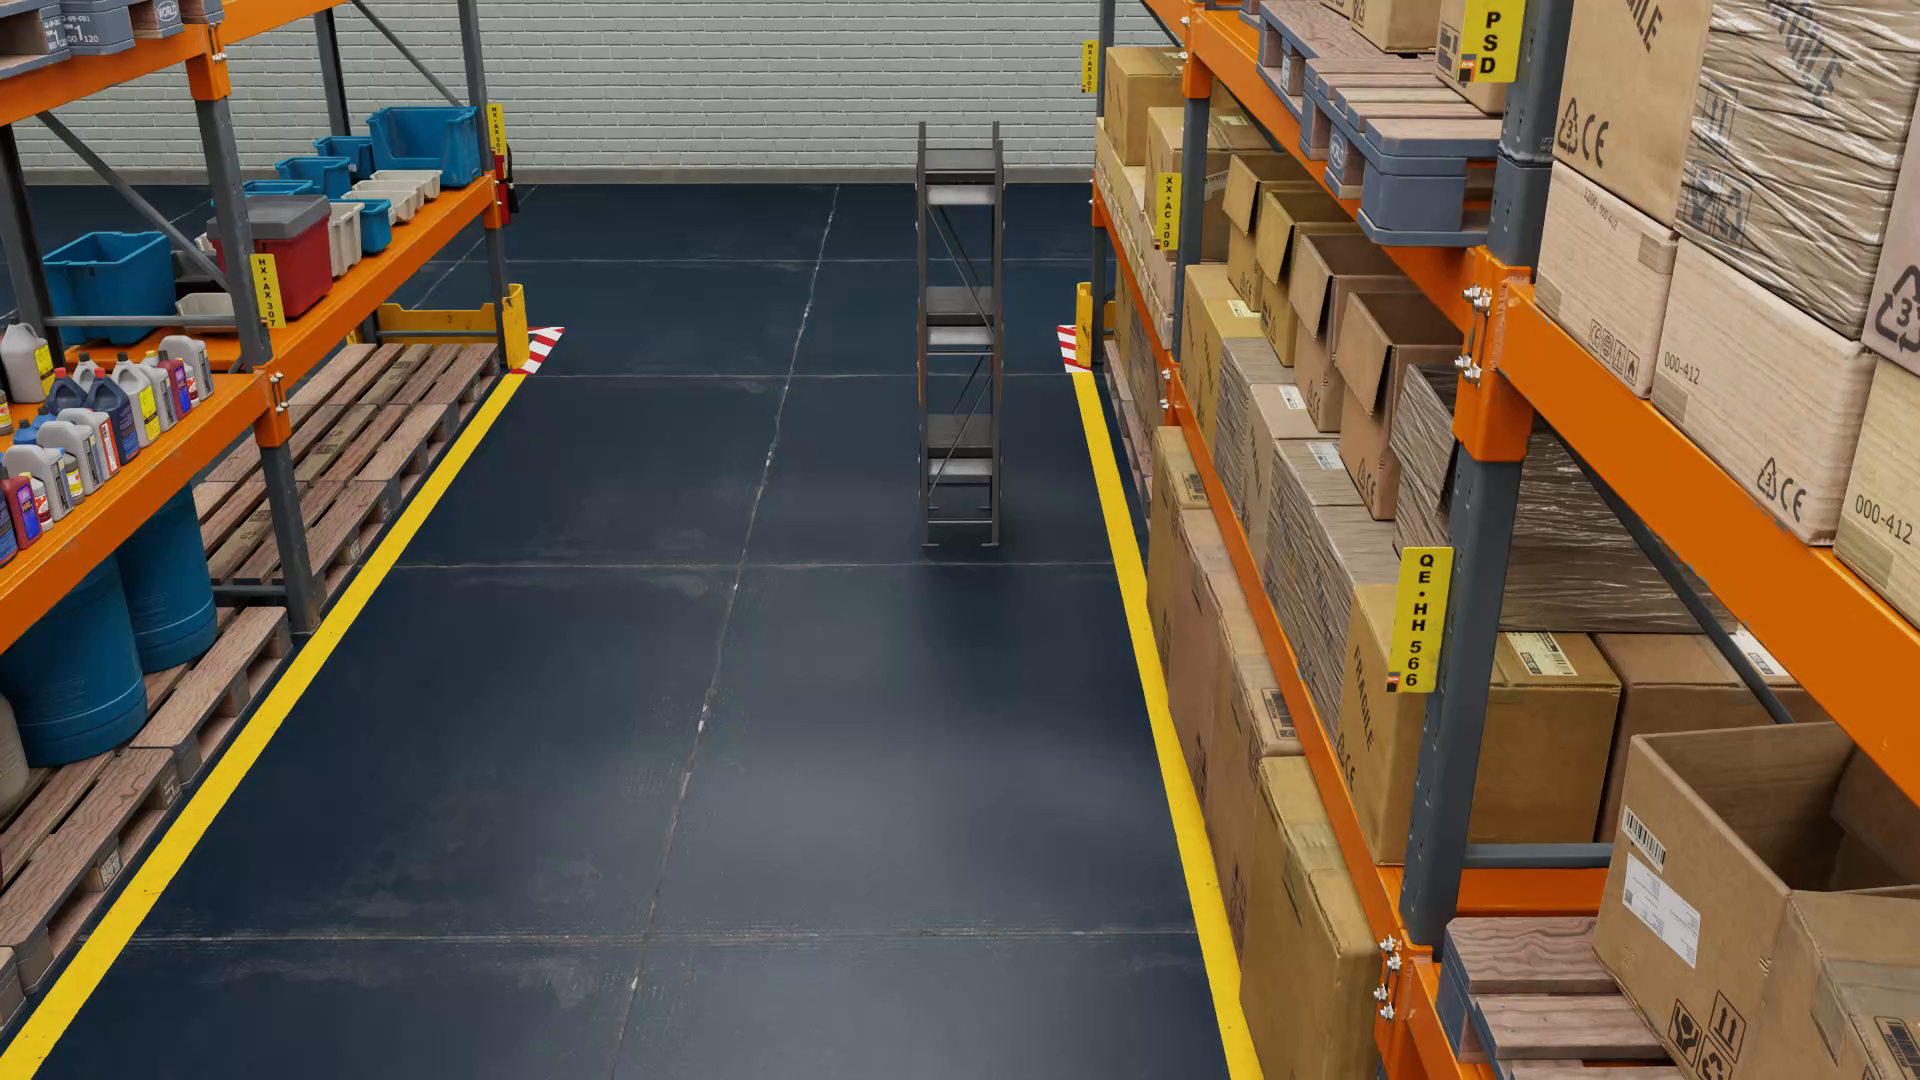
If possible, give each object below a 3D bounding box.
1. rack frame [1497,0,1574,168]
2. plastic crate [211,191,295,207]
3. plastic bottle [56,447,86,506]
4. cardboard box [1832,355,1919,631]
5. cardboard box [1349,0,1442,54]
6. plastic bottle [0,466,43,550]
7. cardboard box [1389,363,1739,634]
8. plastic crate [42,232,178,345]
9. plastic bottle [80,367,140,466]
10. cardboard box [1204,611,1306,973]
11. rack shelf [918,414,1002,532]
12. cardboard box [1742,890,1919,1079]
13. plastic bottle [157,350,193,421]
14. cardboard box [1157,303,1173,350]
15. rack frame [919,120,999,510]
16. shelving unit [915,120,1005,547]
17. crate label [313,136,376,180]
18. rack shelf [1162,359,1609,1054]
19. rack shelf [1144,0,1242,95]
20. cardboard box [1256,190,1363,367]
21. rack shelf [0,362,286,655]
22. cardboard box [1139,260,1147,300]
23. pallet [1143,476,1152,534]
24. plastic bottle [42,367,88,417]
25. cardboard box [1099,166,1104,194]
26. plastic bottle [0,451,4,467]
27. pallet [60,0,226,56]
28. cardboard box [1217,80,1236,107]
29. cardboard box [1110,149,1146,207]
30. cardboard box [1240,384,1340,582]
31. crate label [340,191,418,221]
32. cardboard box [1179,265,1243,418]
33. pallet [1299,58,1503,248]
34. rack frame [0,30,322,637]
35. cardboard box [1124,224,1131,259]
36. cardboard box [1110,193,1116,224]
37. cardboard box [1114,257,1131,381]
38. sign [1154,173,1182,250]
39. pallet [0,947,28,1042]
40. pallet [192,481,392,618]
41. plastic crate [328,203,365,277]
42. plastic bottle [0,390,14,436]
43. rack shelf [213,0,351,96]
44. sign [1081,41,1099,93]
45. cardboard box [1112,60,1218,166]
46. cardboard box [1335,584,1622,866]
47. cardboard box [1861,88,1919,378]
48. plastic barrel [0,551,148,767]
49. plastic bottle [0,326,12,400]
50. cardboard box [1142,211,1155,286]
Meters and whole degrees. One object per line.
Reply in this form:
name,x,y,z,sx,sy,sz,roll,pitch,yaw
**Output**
rack frame,1.478,-2.046,2.354,1.000,3.000,0.127,0,24,-1
plastic crate,-3.871,-1.769,9.151,0.416,0.233,0.300,0,24,-1
plastic bottle,-3.152,-0.226,5.850,0.097,0.201,0.097,0,24,0
cardboard box,1.249,0.007,1.637,0.500,0.250,0.500,0,24,1
cardboard box,1.302,-1.523,4.206,0.500,0.500,0.500,1,24,2
plastic bottle,-3.129,-0.120,5.517,0.061,0.283,0.133,0,24,-1
cardboard box,1.486,-0.117,4.030,0.797,0.503,0.637,1,24,1
plastic crate,-3.865,-1.150,7.599,0.392,0.384,0.575,0,24,-1
plastic bottle,-3.179,-0.463,6.193,0.144,0.351,0.185,0,24,-1
cardboard box,1.489,0.812,5.383,1.225,0.875,0.875,0,24,0
rack shelf,-0.002,-0.375,8.762,0.431,0.518,0.480,0,24,-1
cardboard box,1.630,0.902,2.484,0.700,0.500,0.500,3,25,7
plastic bottle,-3.143,-0.630,6.644,0.061,0.283,0.133,0,24,-1
cardboard box,1.103,-0.971,7.561,0.380,0.149,0.250,0,24,0
rack frame,-0.004,-1.125,8.690,0.400,2.100,0.015,0,24,-1
shelving unit,-0.002,-1.025,8.468,0.431,2.100,0.503,0,24,-1
crate label,-3.889,-2.435,10.624,0.416,0.233,0.303,0,24,-1
rack shelf,1.456,0.191,5.561,1.077,0.370,4.000,0,24,-1
rack shelf,1.412,-2.824,8.587,1.077,0.370,4.000,0,24,-1
cardboard box,1.445,-0.918,5.800,0.797,0.503,0.637,0,24,0
rack shelf,-3.497,0.213,5.512,1.077,0.370,4.000,0,24,-1
cardboard box,1.095,-1.289,8.264,0.380,0.149,0.250,0,24,0
pallet,1.504,-0.004,8.503,1.003,0.211,1.213,0,24,-1
plastic bottle,-3.324,-0.462,6.192,0.144,0.351,0.185,0,24,-1
cardboard box,1.069,-2.241,10.371,0.380,0.149,0.250,-1,24,-1
plastic bottle,-3.302,-0.202,5.712,0.097,0.271,0.097,0,24,0
pallet,-3.412,-1.897,5.893,1.213,0.211,1.003,0,24,-1
cardboard box,1.658,-2.819,10.253,0.500,0.500,0.500,0,24,0
cardboard box,1.140,-2.056,9.477,0.500,0.250,0.500,-1,24,-2
cardboard box,1.211,-0.190,5.408,0.500,0.500,0.500,0,24,0
crate label,-3.356,-1.925,9.613,0.396,0.136,0.243,0,24,-1
cardboard box,1.189,-0.816,6.793,0.500,0.500,0.500,0,24,0
pallet,1.418,-0.859,3.597,1.213,0.211,1.003,1,24,2
rack frame,-3.519,-0.939,7.186,1.000,3.000,0.127,0,24,-1
cardboard box,1.087,-1.605,8.964,0.380,0.149,0.250,0,24,0
cardboard box,1.077,-1.924,9.668,0.380,0.149,0.250,-1,24,-2
cardboard box,1.477,-1.569,10.648,0.875,0.875,0.875,0,24,-1
sign,0.879,-1.388,7.033,0.100,0.325,0.005,0,24,-1
pallet,-3.525,1.655,4.834,1.003,0.211,1.213,0,24,-1
pallet,-3.565,0.029,8.430,1.003,0.211,1.213,0,24,-1
plastic crate,-3.351,-1.542,8.591,0.437,0.282,0.530,0,24,-1
plastic bottle,-3.766,-0.513,6.486,0.097,0.201,0.097,0,24,0
rack shelf,-3.540,-2.802,8.538,1.077,0.370,4.000,0,24,-1
sign,0.835,-3.040,10.684,0.100,0.325,0.005,0,24,-1
cardboard box,1.143,-2.400,9.327,0.500,0.500,0.500,-1,24,-2
cardboard box,1.224,0.439,4.017,0.500,0.500,0.500,0,24,1
cardboard box,1.240,-0.342,1.498,0.500,0.500,0.500,-1,24,-2
plastic barrel,-3.522,0.342,6.391,0.600,0.901,0.708,0,24,-1
plastic bottle,-3.941,-0.733,6.871,0.061,0.283,0.133,0,24,-1
cardboard box,1.159,-1.422,8.076,0.500,0.250,0.500,0,24,1
